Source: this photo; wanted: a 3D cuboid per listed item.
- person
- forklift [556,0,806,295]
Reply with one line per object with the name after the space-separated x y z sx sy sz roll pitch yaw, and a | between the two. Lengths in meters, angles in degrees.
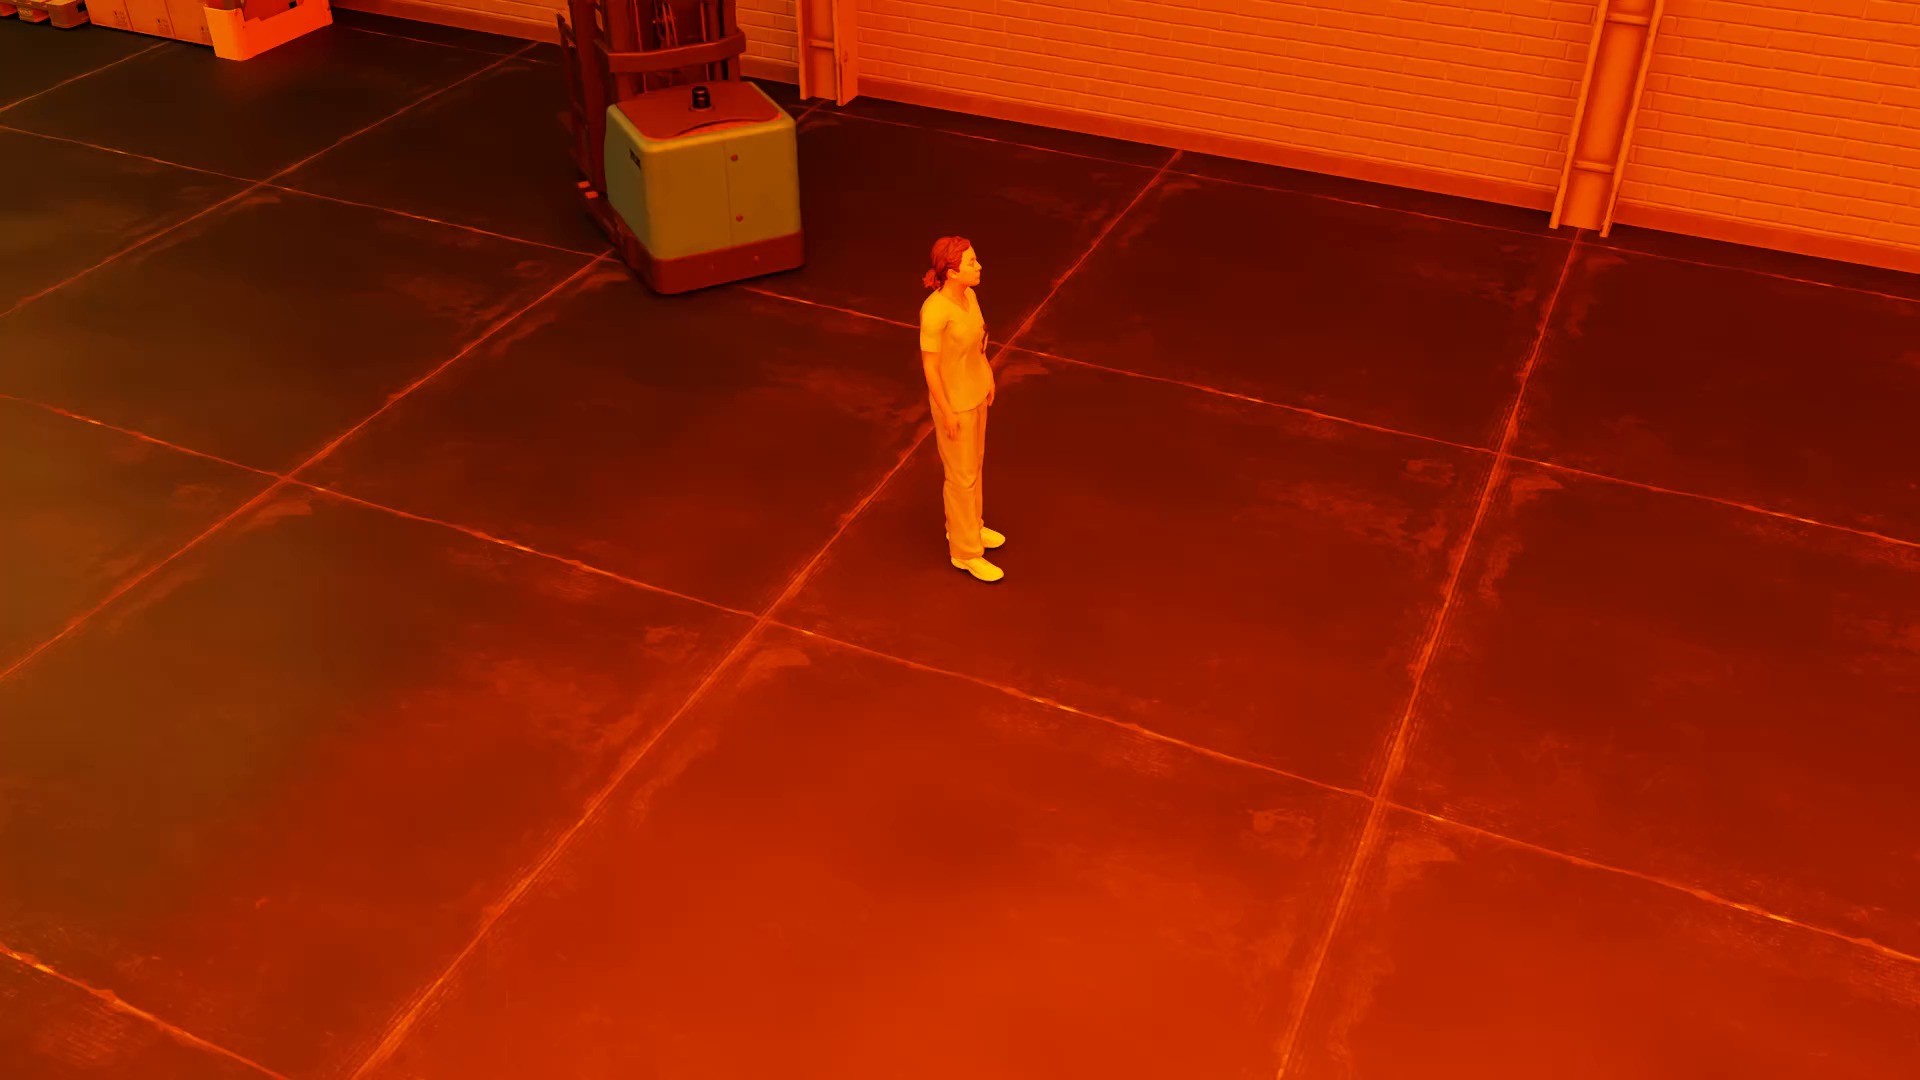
0.062 -0.663 8.085 0.548 1.673 0.549 15 38 20 | person
-2.136 -3.615 11.155 1.130 2.935 3.031 -16 39 -21 | forklift
